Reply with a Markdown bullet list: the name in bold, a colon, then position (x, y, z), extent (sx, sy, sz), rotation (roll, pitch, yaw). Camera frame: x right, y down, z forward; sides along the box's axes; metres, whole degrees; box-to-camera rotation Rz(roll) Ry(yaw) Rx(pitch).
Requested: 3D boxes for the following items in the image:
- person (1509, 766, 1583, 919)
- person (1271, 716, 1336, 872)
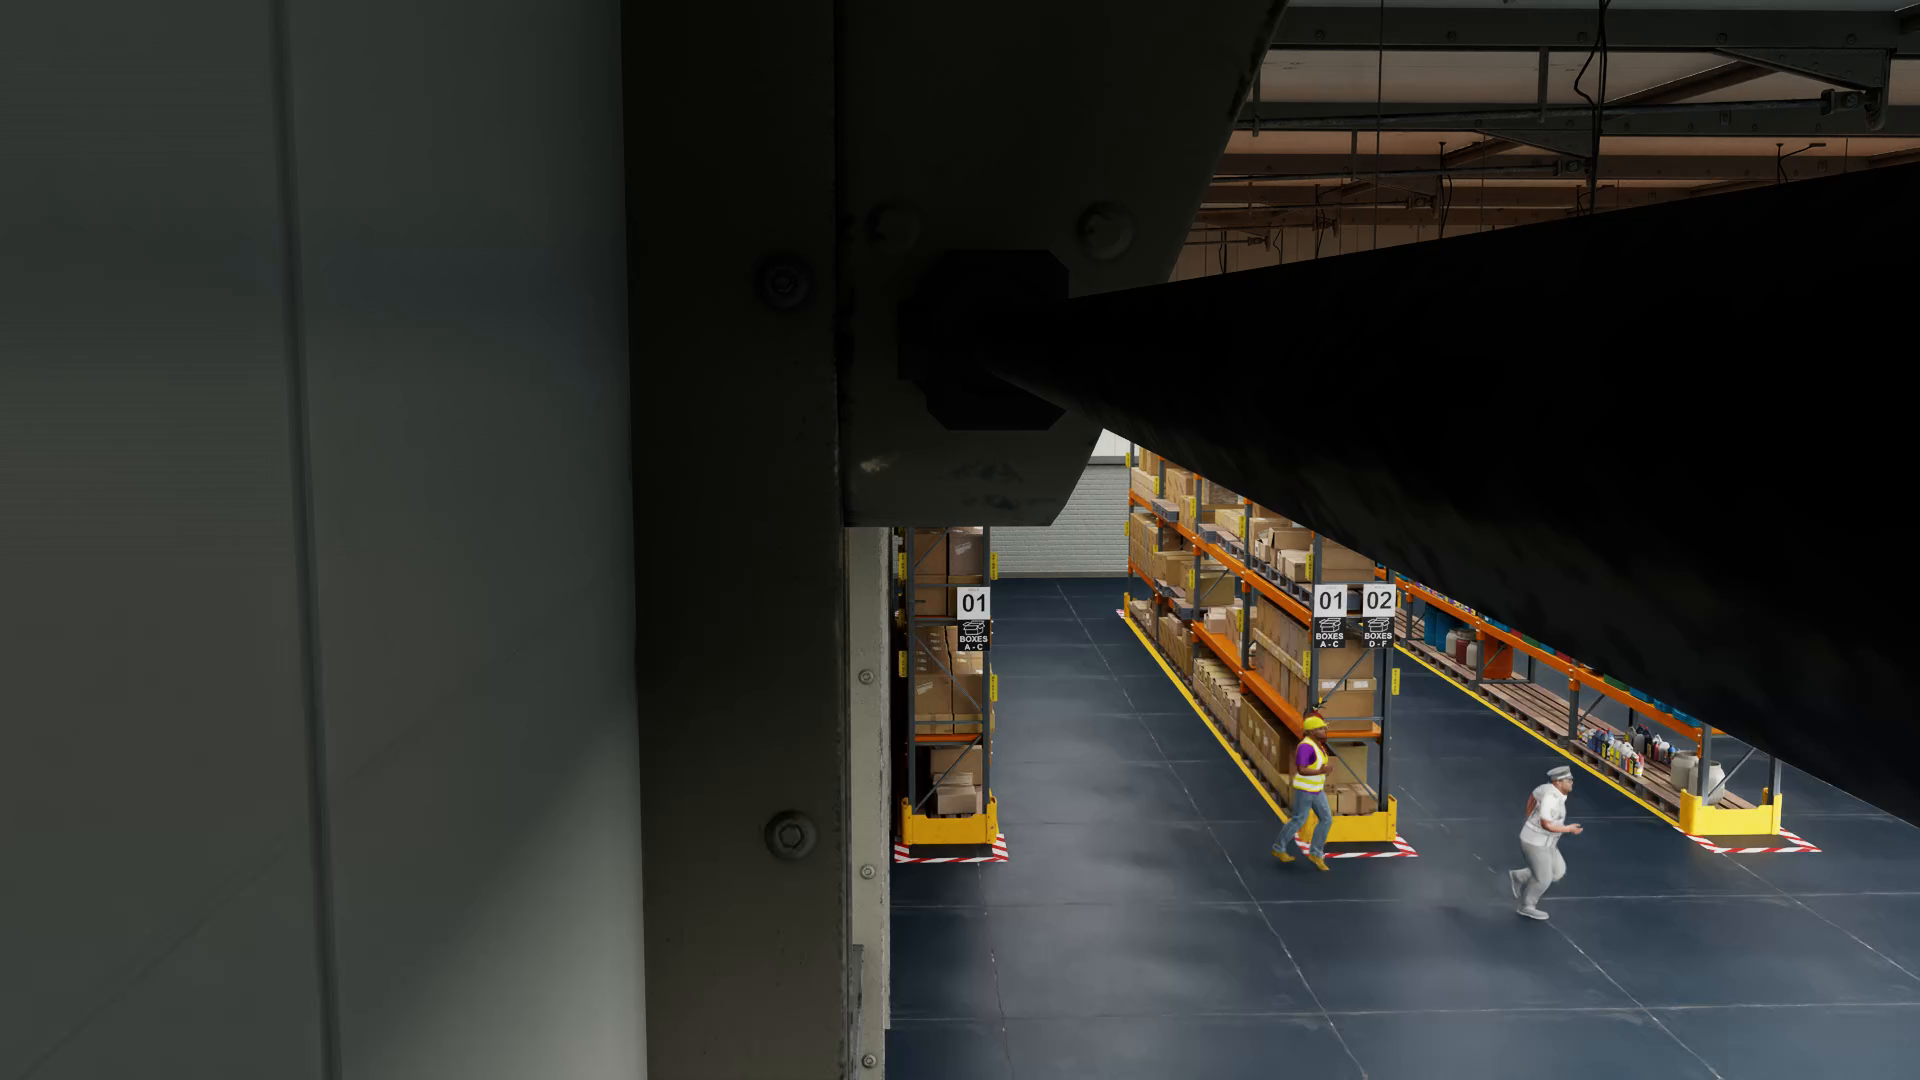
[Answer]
- **person**: position (6.282, 3.226, 17.774), extent (0.714, 1.714, 0.647), rotation (4, 8, 28)
- **person**: position (4.095, 2.971, 19.556), extent (0.740, 1.826, 0.696), rotation (5, 9, 33)
